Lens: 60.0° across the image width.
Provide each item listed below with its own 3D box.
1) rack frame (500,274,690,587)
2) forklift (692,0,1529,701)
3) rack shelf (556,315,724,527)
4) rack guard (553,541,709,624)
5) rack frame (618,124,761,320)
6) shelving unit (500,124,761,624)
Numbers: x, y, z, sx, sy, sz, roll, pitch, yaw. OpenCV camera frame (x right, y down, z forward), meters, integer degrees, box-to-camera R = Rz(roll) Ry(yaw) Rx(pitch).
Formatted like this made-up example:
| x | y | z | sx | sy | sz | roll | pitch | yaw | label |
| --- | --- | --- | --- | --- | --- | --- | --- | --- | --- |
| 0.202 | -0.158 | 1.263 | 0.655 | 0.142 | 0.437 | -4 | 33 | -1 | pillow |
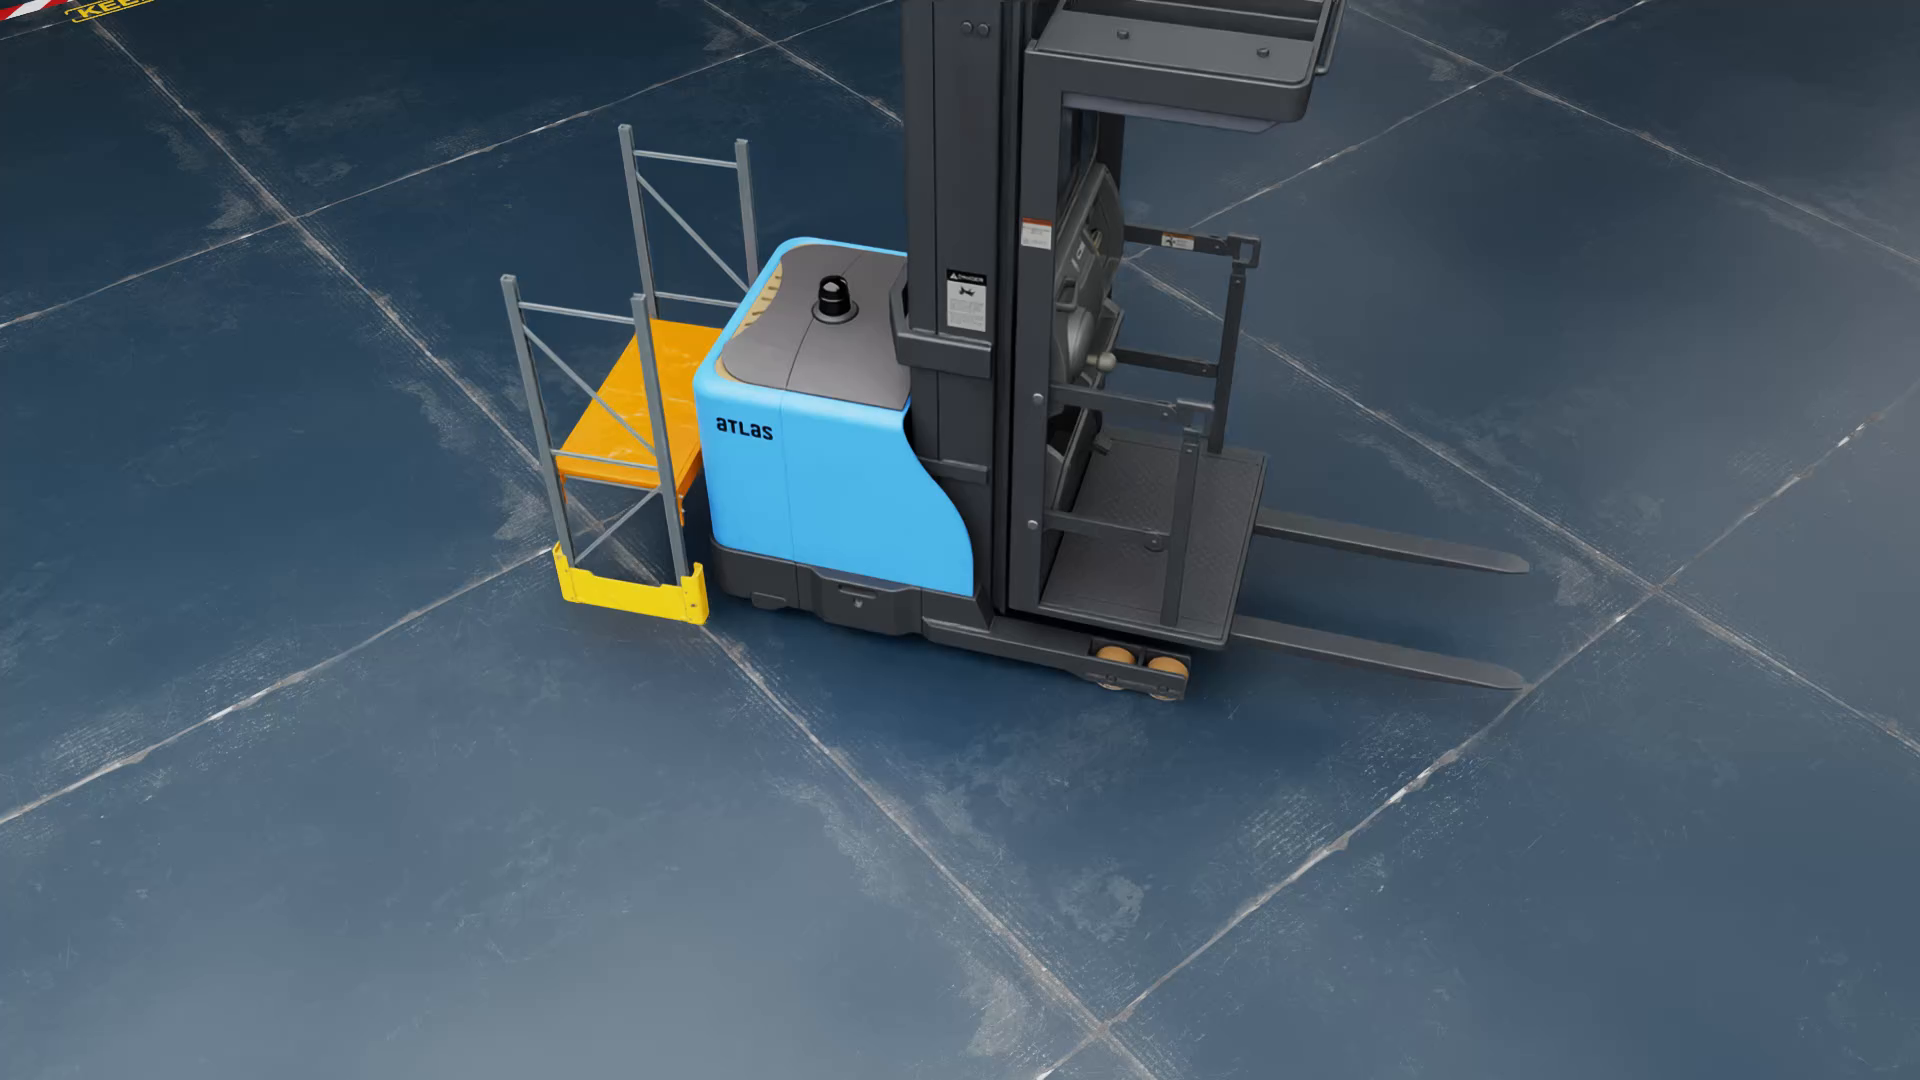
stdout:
| x | y | z | sx | sy | sz | roll | pitch | yaw | label |
| --- | --- | --- | --- | --- | --- | --- | --- | --- | --- |
| -1.268 | -0.281 | 5.954 | 0.500 | 1.500 | 0.032 | 9 | 44 | 10 | rack frame |
| 0.621 | -0.885 | 5.551 | 3.031 | 2.935 | 1.130 | 11 | 44 | 11 | forklift |
| -1.148 | -0.488 | 6.437 | 0.538 | 0.185 | 1.000 | 9 | 44 | 10 | rack shelf |
| -1.263 | 0.161 | 6.396 | 0.587 | 0.250 | 0.087 | 9 | 44 | 10 | rack guard |
| -1.028 | -0.958 | 6.674 | 0.500 | 1.500 | 0.032 | 9 | 44 | 10 | rack frame |
| -1.146 | -0.626 | 6.321 | 0.587 | 1.500 | 1.083 | 9 | 44 | 10 | shelving unit |
